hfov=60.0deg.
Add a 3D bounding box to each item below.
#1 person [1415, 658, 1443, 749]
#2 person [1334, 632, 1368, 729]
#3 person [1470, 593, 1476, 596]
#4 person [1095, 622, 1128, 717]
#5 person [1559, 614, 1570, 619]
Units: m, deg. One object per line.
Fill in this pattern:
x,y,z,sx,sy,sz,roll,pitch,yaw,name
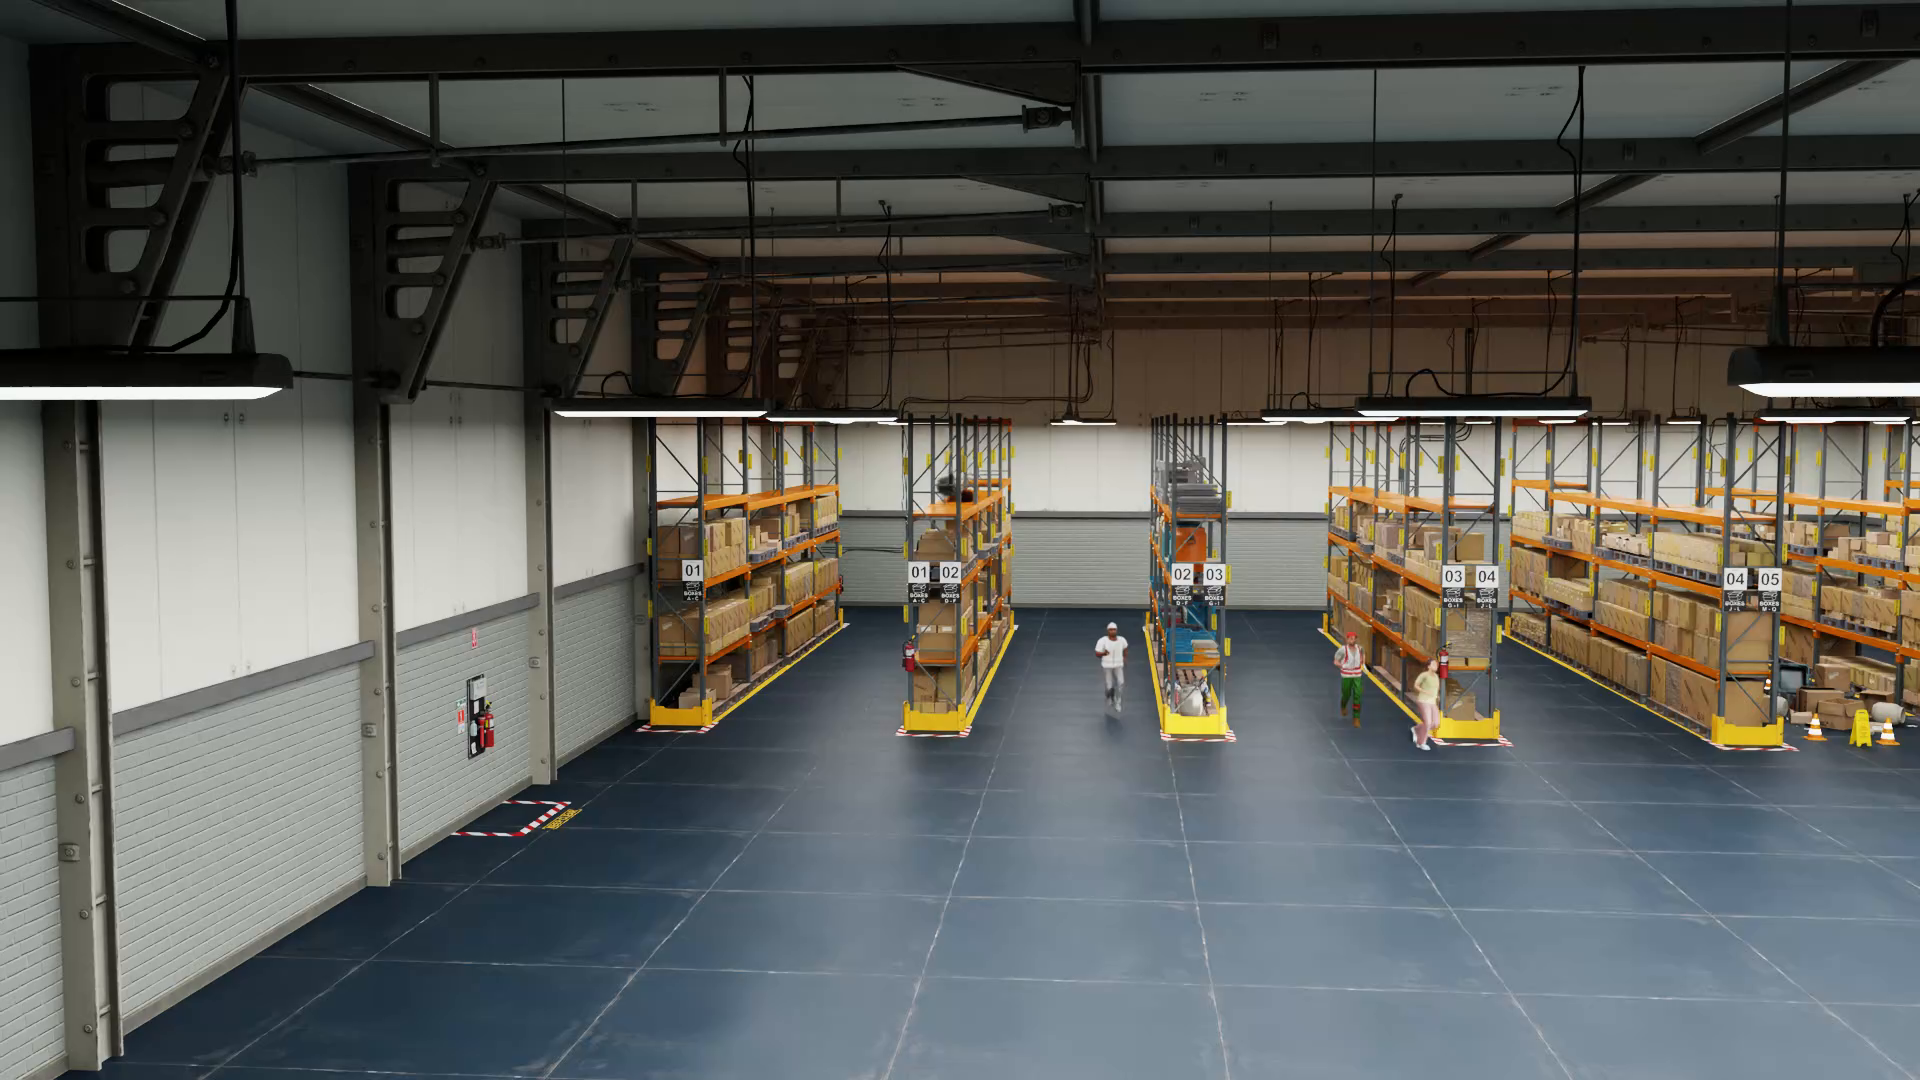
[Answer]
8.427,2.922,29.752,0.601,1.608,0.573,-2,5,-32,person
7.568,2.669,32.151,0.688,1.799,0.999,0,4,-6,person
14.163,1.738,46.607,0.661,1.706,0.569,4,5,44,person
2.992,2.508,32.608,0.682,1.810,0.815,0,4,-1,person
17.028,1.764,46.424,0.764,1.737,0.616,-3,5,-34,person
